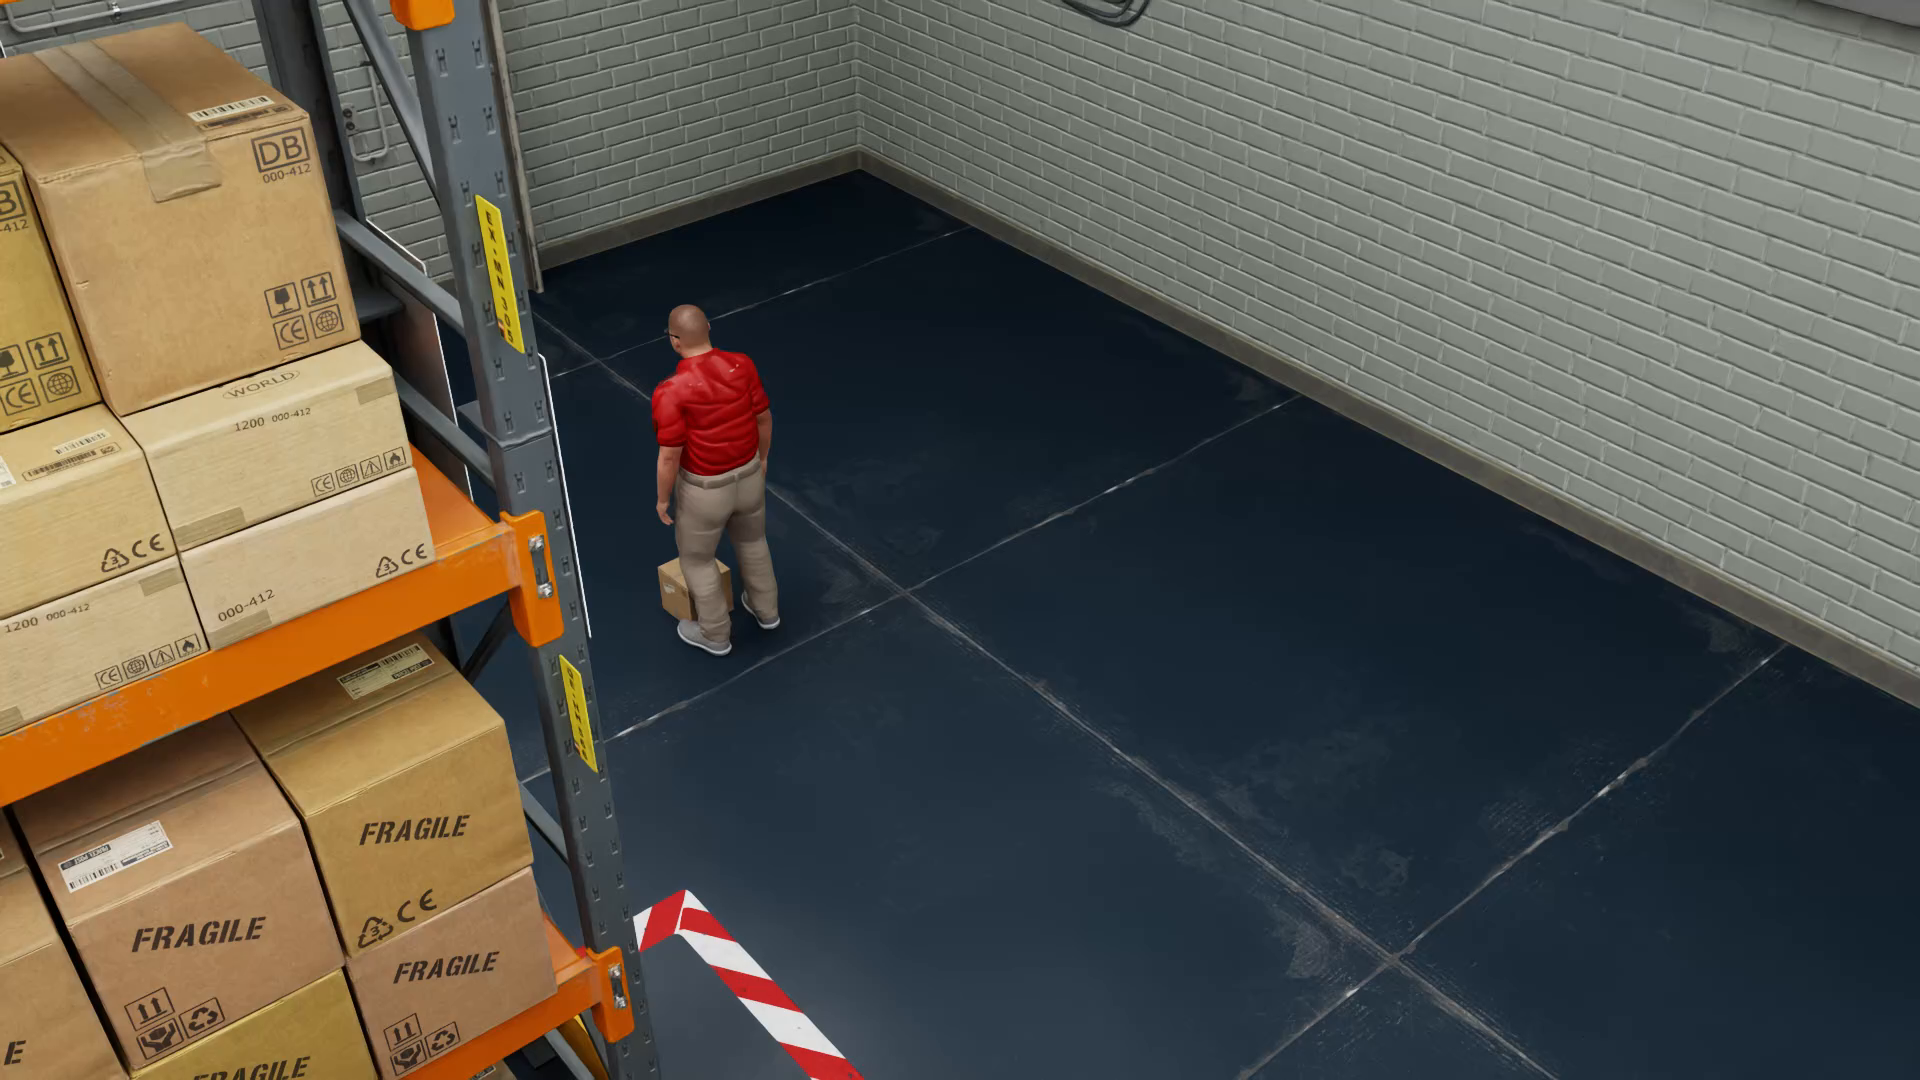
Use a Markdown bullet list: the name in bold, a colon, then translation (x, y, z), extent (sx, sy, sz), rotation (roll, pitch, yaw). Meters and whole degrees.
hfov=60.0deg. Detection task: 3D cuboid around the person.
- **person**: translation (-1.098, -0.261, 7.454), extent (0.587, 1.727, 0.394), rotation (-26, 43, -31)
